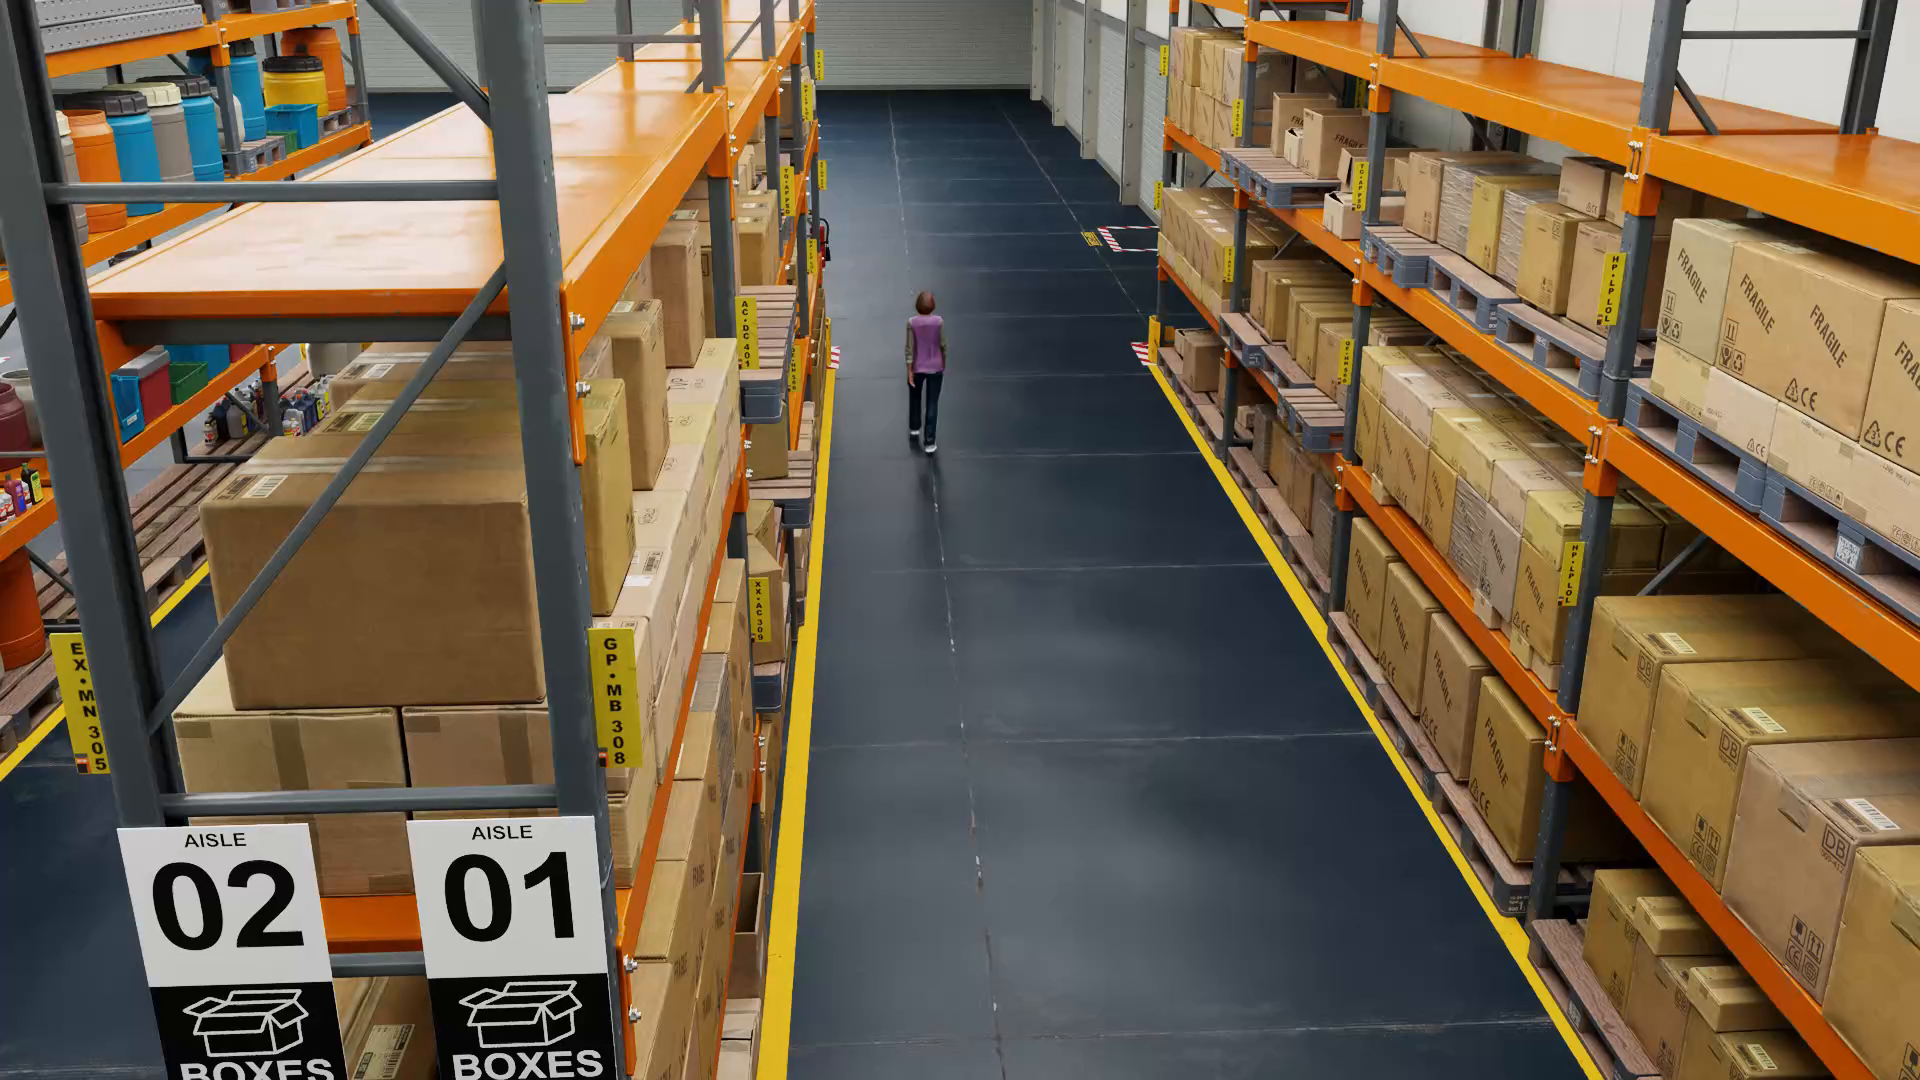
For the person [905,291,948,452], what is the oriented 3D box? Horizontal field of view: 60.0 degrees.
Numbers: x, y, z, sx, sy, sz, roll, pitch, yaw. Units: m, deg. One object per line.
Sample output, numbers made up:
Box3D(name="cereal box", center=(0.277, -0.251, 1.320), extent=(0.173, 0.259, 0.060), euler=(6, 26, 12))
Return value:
Box3D(name="person", center=(-0.333, -1.710, 16.381), extent=(0.428, 1.547, 0.908), euler=(-1, 21, -2))
